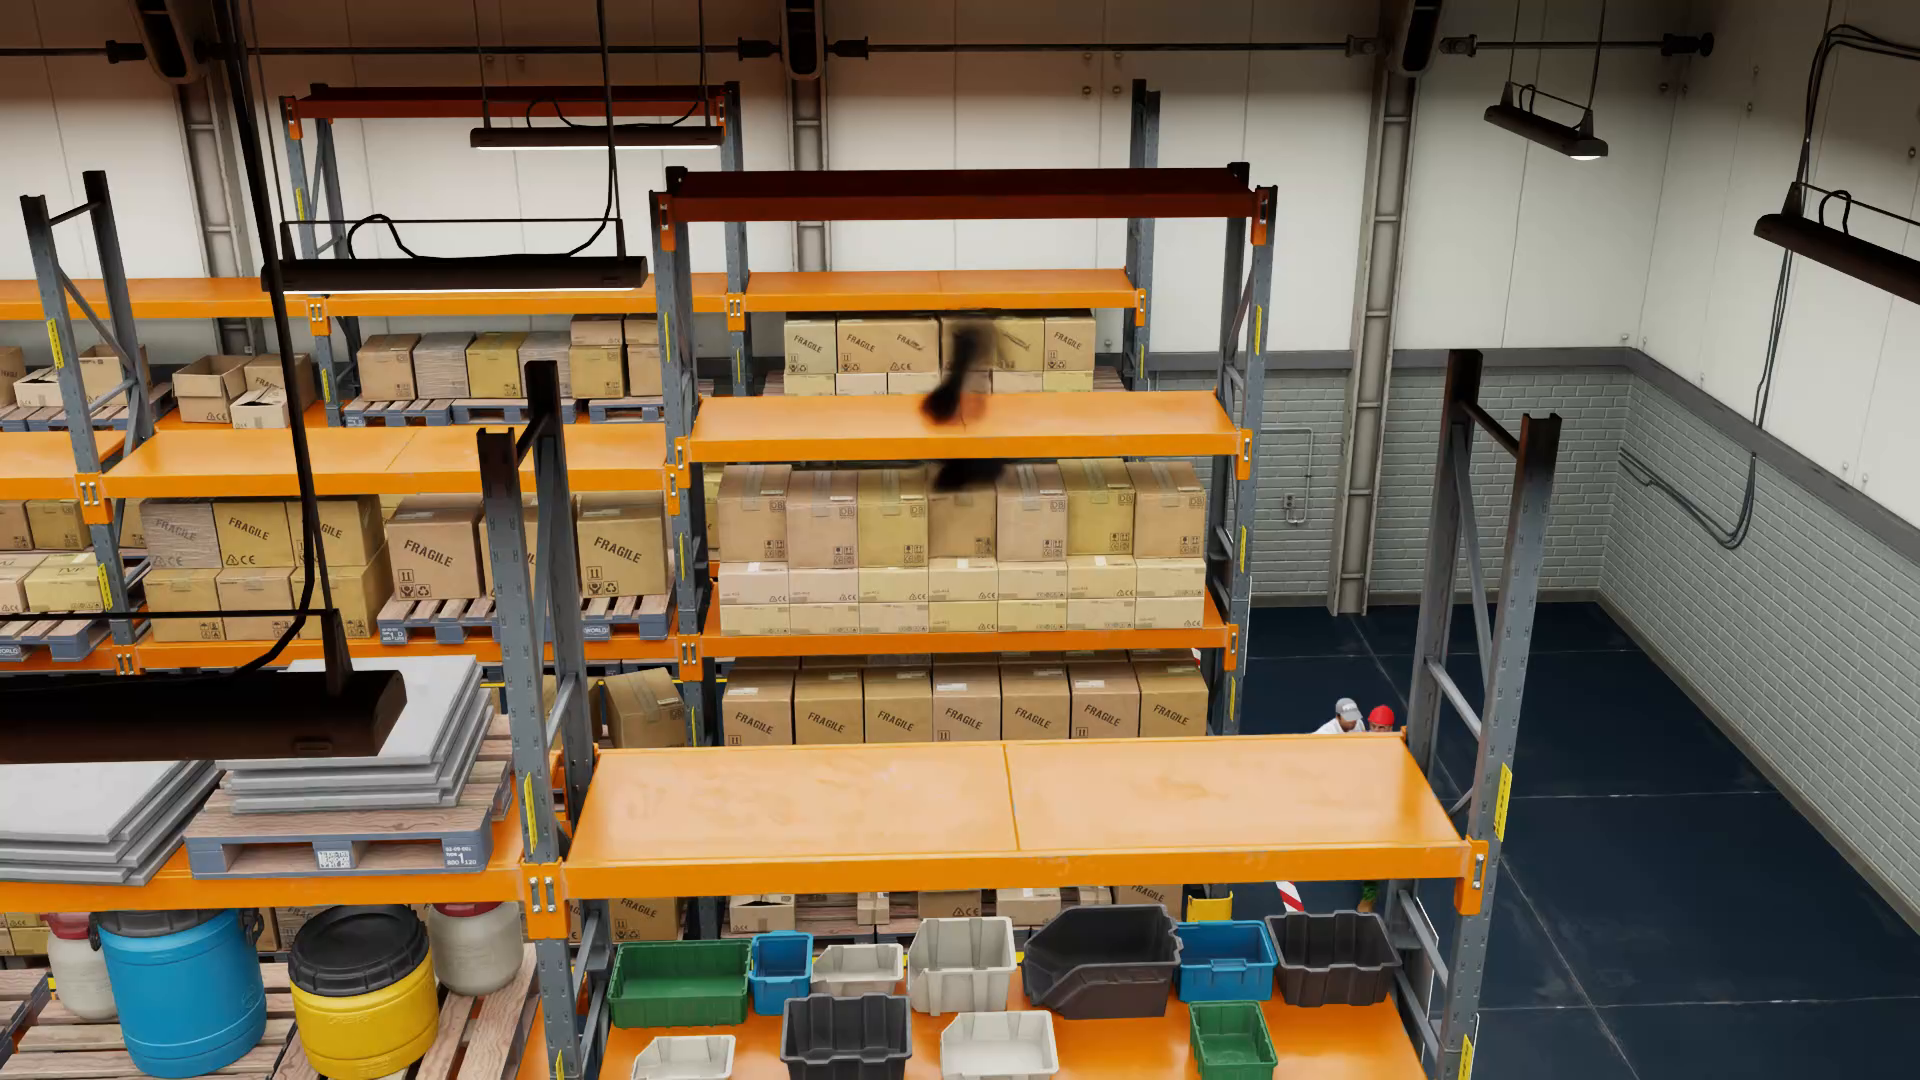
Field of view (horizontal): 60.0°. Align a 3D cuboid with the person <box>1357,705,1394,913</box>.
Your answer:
[{"bbox_3d":[3.355,2.159,13.454,0.650,1.842,0.861,12,25,27],"label":"person"}]

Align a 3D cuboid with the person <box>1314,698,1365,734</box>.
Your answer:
[{"bbox_3d":[3.125,2.003,14.096,0.616,1.637,0.722,-14,26,-31],"label":"person"}]
